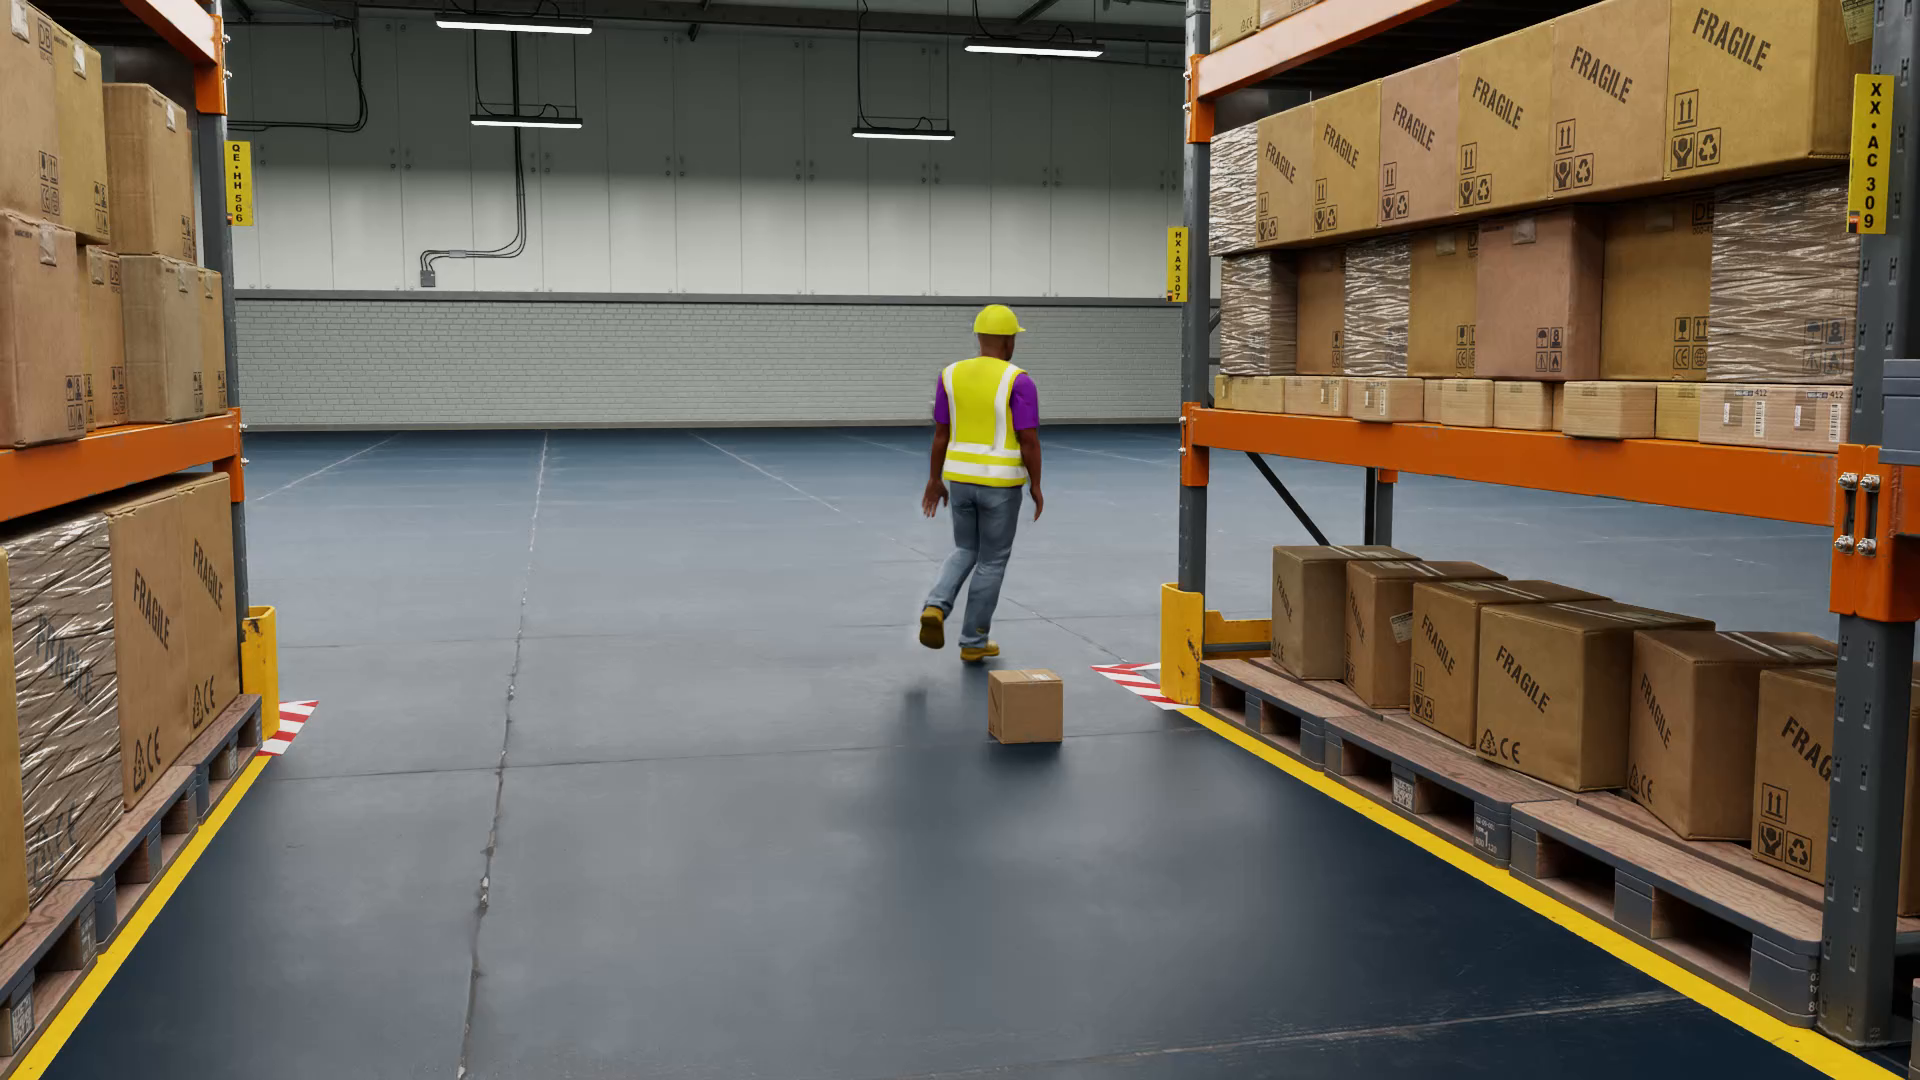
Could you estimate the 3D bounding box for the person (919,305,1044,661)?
[{"bbox_3d":[0.099,-0.273,8.188,0.635,1.755,0.503,4,7,32],"label":"person"}]
